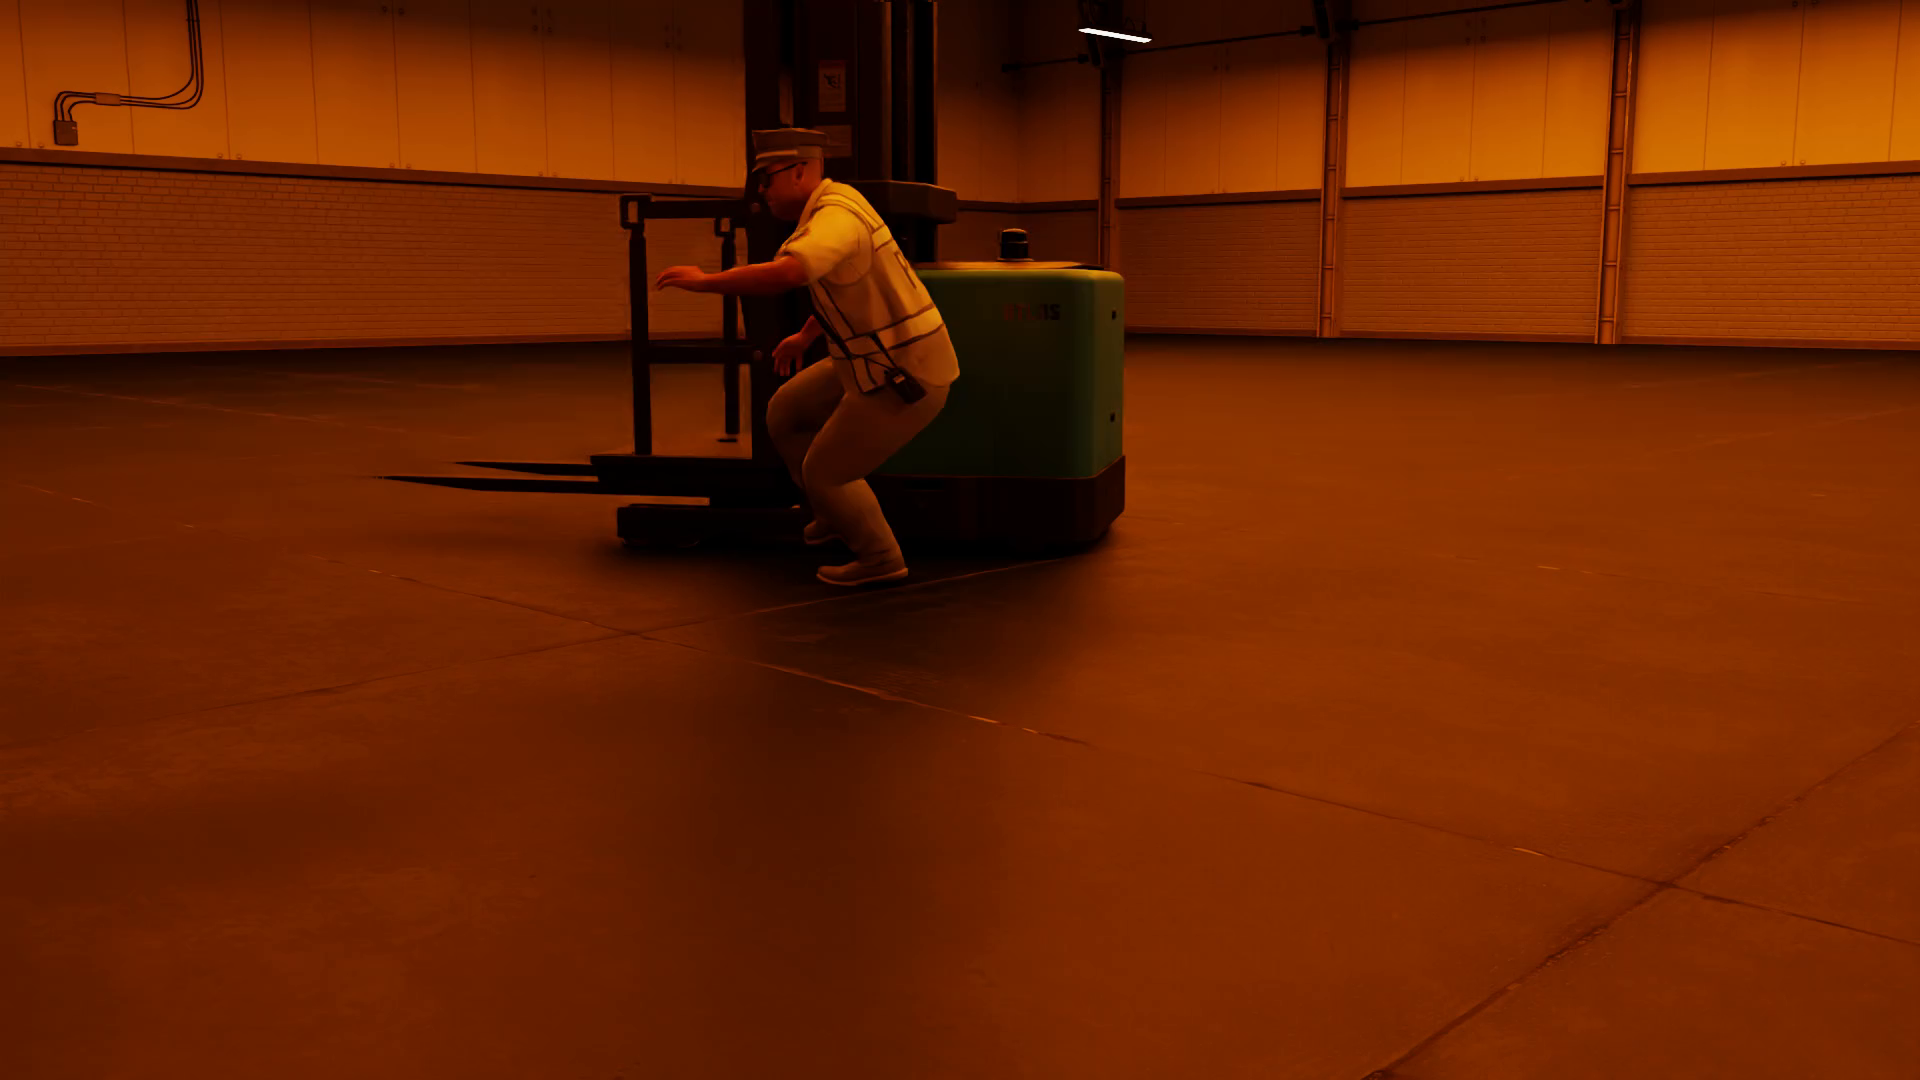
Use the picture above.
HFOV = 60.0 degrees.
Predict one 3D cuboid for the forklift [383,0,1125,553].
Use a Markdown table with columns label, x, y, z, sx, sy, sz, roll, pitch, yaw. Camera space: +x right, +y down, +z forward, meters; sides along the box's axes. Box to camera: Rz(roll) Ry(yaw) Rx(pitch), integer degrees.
| label | x | y | z | sx | sy | sz | roll | pitch | yaw |
| --- | --- | --- | --- | --- | --- | --- | --- | --- | --- |
| forklift | -0.873 | -1.491 | 6.778 | 3.031 | 2.935 | 1.130 | 2 | 9 | 13 |

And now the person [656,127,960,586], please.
| label | x | y | z | sx | sy | sz | roll | pitch | yaw |
| --- | --- | --- | --- | --- | --- | --- | --- | --- | --- |
| person | -0.510 | -0.556 | 5.417 | 0.953 | 1.512 | 1.080 | -2 | 9 | -12 |
